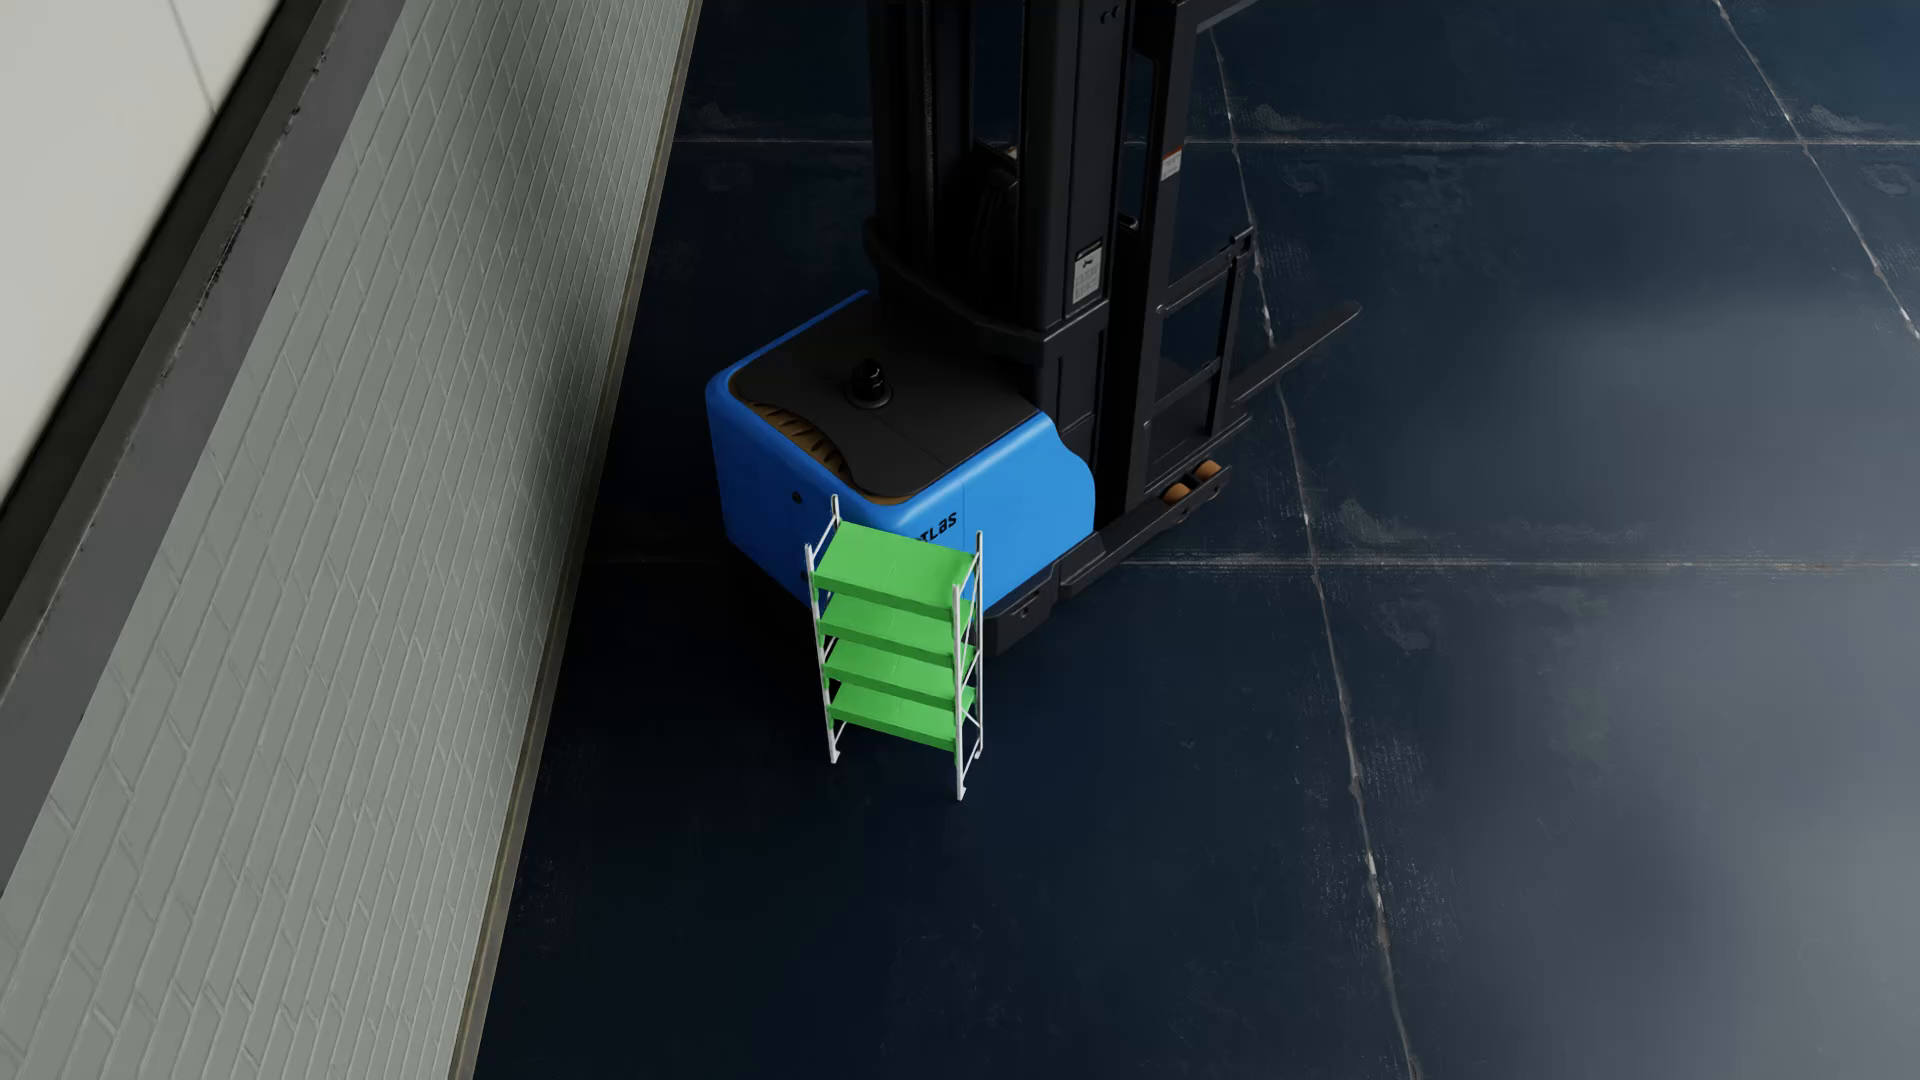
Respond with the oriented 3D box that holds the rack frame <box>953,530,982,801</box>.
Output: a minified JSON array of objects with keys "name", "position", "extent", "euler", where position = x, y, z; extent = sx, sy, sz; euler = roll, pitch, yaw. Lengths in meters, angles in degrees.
[{"name":"rack frame","position":[0.029,0.452,5.584],"extent":[0.015,1.200,0.240],"euler":[14,51,13]}]

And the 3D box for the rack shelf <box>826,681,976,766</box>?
[{"name":"rack shelf","position":[-0.198,0.594,5.868],"extent":[0.480,0.148,0.258],"euler":[14,51,13]}]

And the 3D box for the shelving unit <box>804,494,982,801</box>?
[{"name":"shelving unit","position":[-0.201,0.394,5.639],"extent":[0.503,1.200,0.258],"euler":[14,51,13]}]

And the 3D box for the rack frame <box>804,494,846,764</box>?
[{"name":"rack frame","position":[-0.432,0.335,5.693],"extent":[0.015,1.200,0.240],"euler":[14,51,13]}]

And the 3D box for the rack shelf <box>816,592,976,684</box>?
[{"name":"rack shelf","position":[-0.203,0.277,5.506],"extent":[0.480,0.148,0.258],"euler":[14,51,13]}]

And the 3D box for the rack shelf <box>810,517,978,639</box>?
[{"name":"rack shelf","position":[-0.206,0.119,5.326],"extent":[0.480,0.148,0.258],"euler":[14,51,13]}]

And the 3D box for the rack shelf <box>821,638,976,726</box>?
[{"name":"rack shelf","position":[-0.200,0.436,5.687],"extent":[0.480,0.148,0.258],"euler":[14,51,13]}]

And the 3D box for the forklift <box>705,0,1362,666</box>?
[{"name":"forklift","position":[0.491,-1.318,6.055],"extent":[3.031,2.935,1.130],"euler":[-35,56,-28]}]
